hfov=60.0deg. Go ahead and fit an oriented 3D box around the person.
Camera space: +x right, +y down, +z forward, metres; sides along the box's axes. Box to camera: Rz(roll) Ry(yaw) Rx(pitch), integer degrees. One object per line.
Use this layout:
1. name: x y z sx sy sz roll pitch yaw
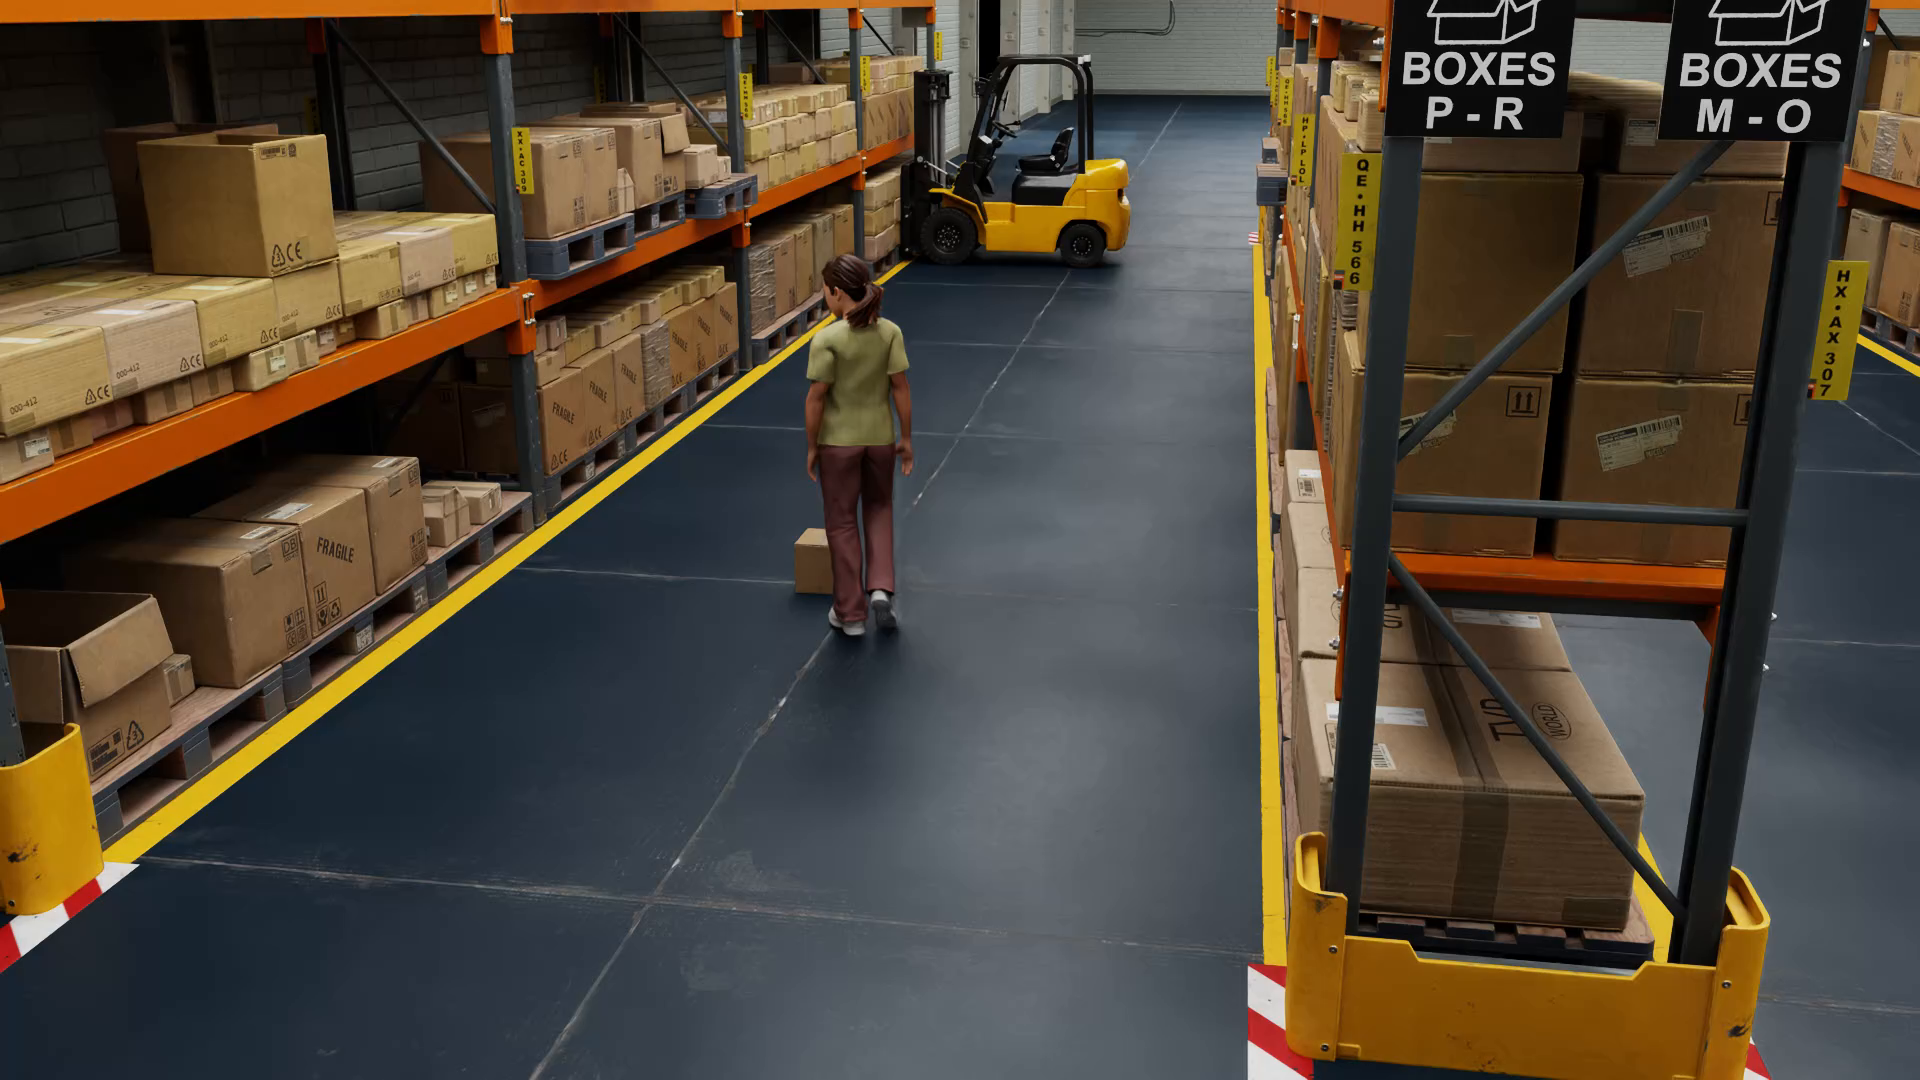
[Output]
1. person: -0.465 -0.385 7.235 0.475 1.715 0.438 -8 20 -23
